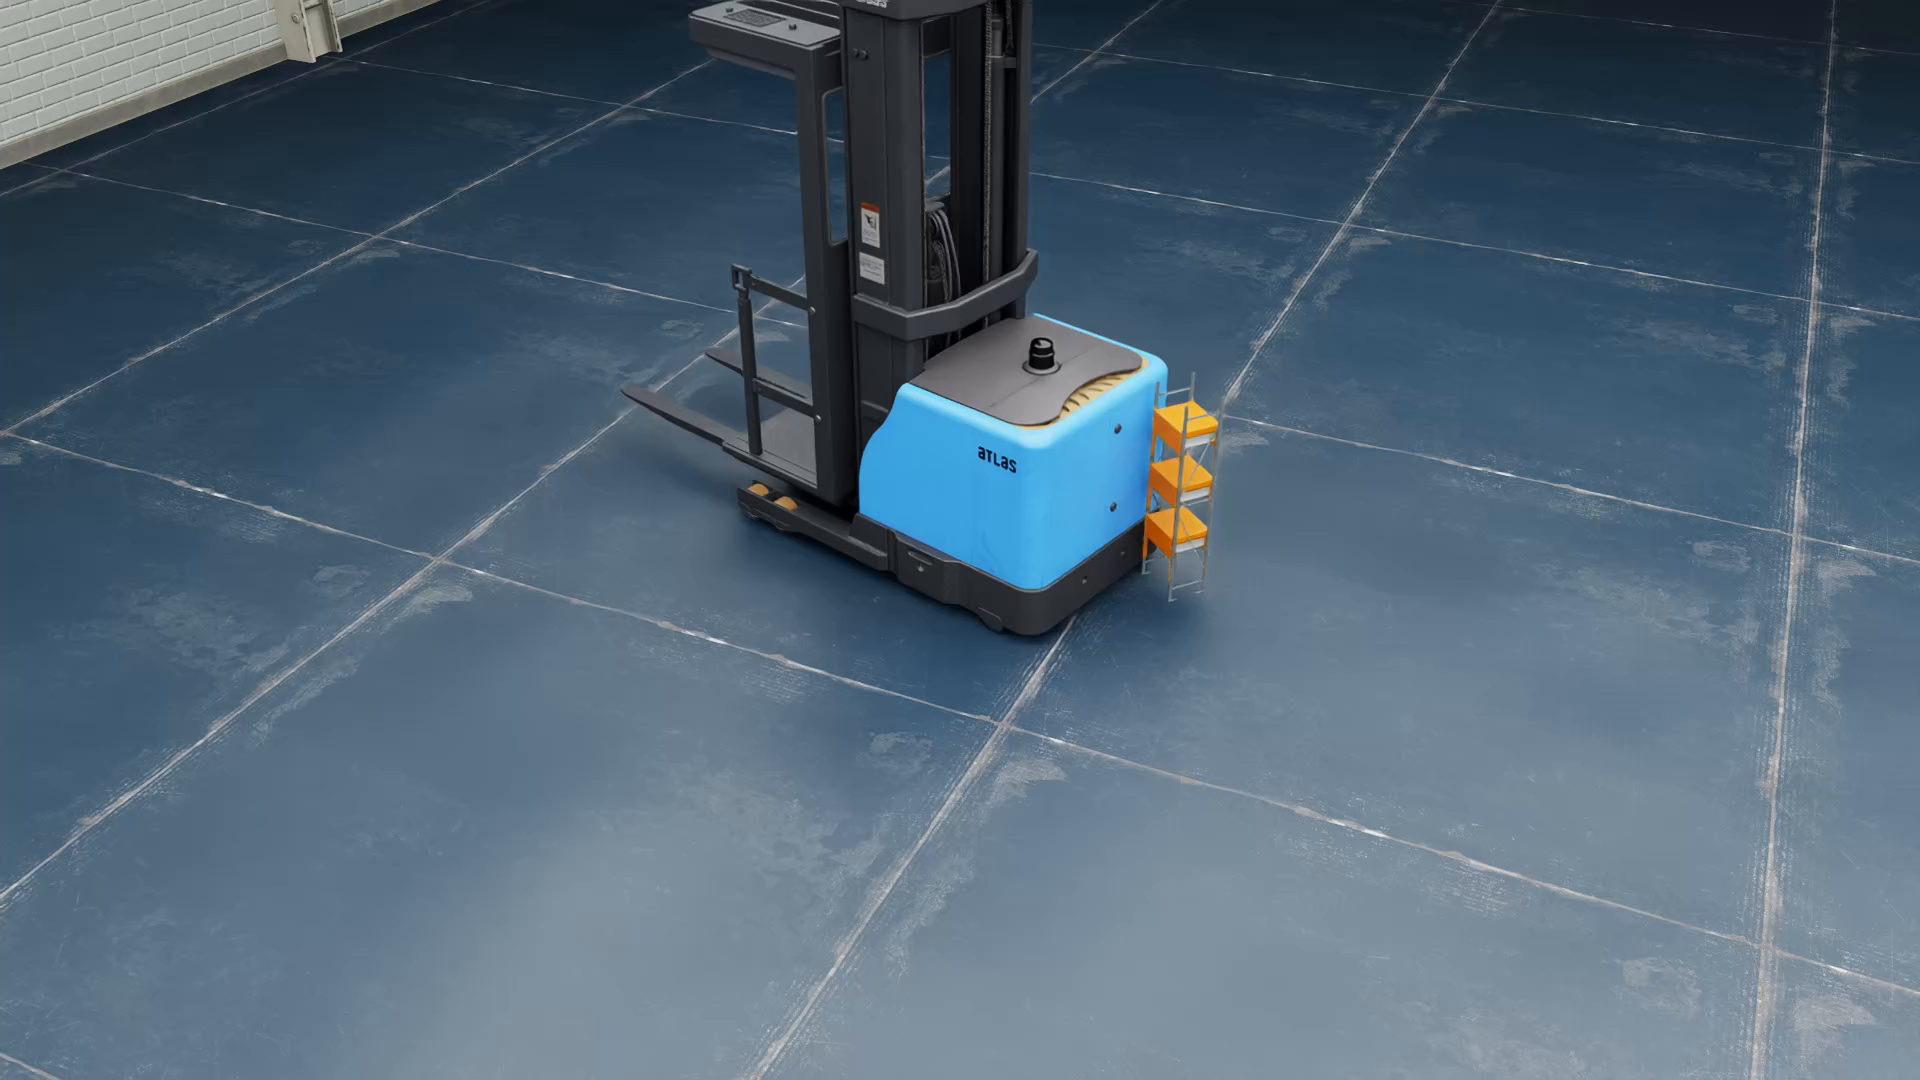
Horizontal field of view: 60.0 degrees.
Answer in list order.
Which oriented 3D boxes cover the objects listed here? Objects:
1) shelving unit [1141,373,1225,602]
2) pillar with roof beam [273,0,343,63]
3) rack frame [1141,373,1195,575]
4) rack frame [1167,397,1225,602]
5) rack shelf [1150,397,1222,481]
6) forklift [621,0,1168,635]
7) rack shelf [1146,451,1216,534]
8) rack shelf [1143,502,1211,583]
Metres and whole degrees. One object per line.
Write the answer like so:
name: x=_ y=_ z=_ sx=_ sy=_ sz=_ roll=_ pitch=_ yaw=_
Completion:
shelving unit: x=1.015 y=-0.230 z=7.640 sx=0.215 sy=1.050 sz=0.252 roll=-15 pitch=37 yaw=-21
pillar with roof beam: x=-1.864 y=-7.118 z=10.898 sx=9.100 sy=9.000 sz=0.400 roll=14 pitch=36 yaw=20
rack frame: x=0.963 y=-0.291 z=7.731 sx=0.200 sy=1.050 sz=0.008 roll=-15 pitch=37 yaw=-21
rack frame: x=1.067 y=-0.168 z=7.548 sx=0.200 sy=1.050 sz=0.008 roll=-15 pitch=37 yaw=-21
rack shelf: x=1.016 y=-0.457 z=7.488 sx=0.215 sy=0.259 sz=0.240 roll=-15 pitch=37 yaw=-21
forklift: x=-0.490 y=-1.468 z=7.817 sx=3.031 sy=2.935 sz=1.130 roll=25 pitch=41 yaw=33
rack shelf: x=1.015 y=-0.221 z=7.646 sx=0.215 sy=0.259 sz=0.240 roll=-15 pitch=37 yaw=-21
rack shelf: x=1.014 y=0.010 z=7.801 sx=0.215 sy=0.259 sz=0.240 roll=-15 pitch=37 yaw=-21
